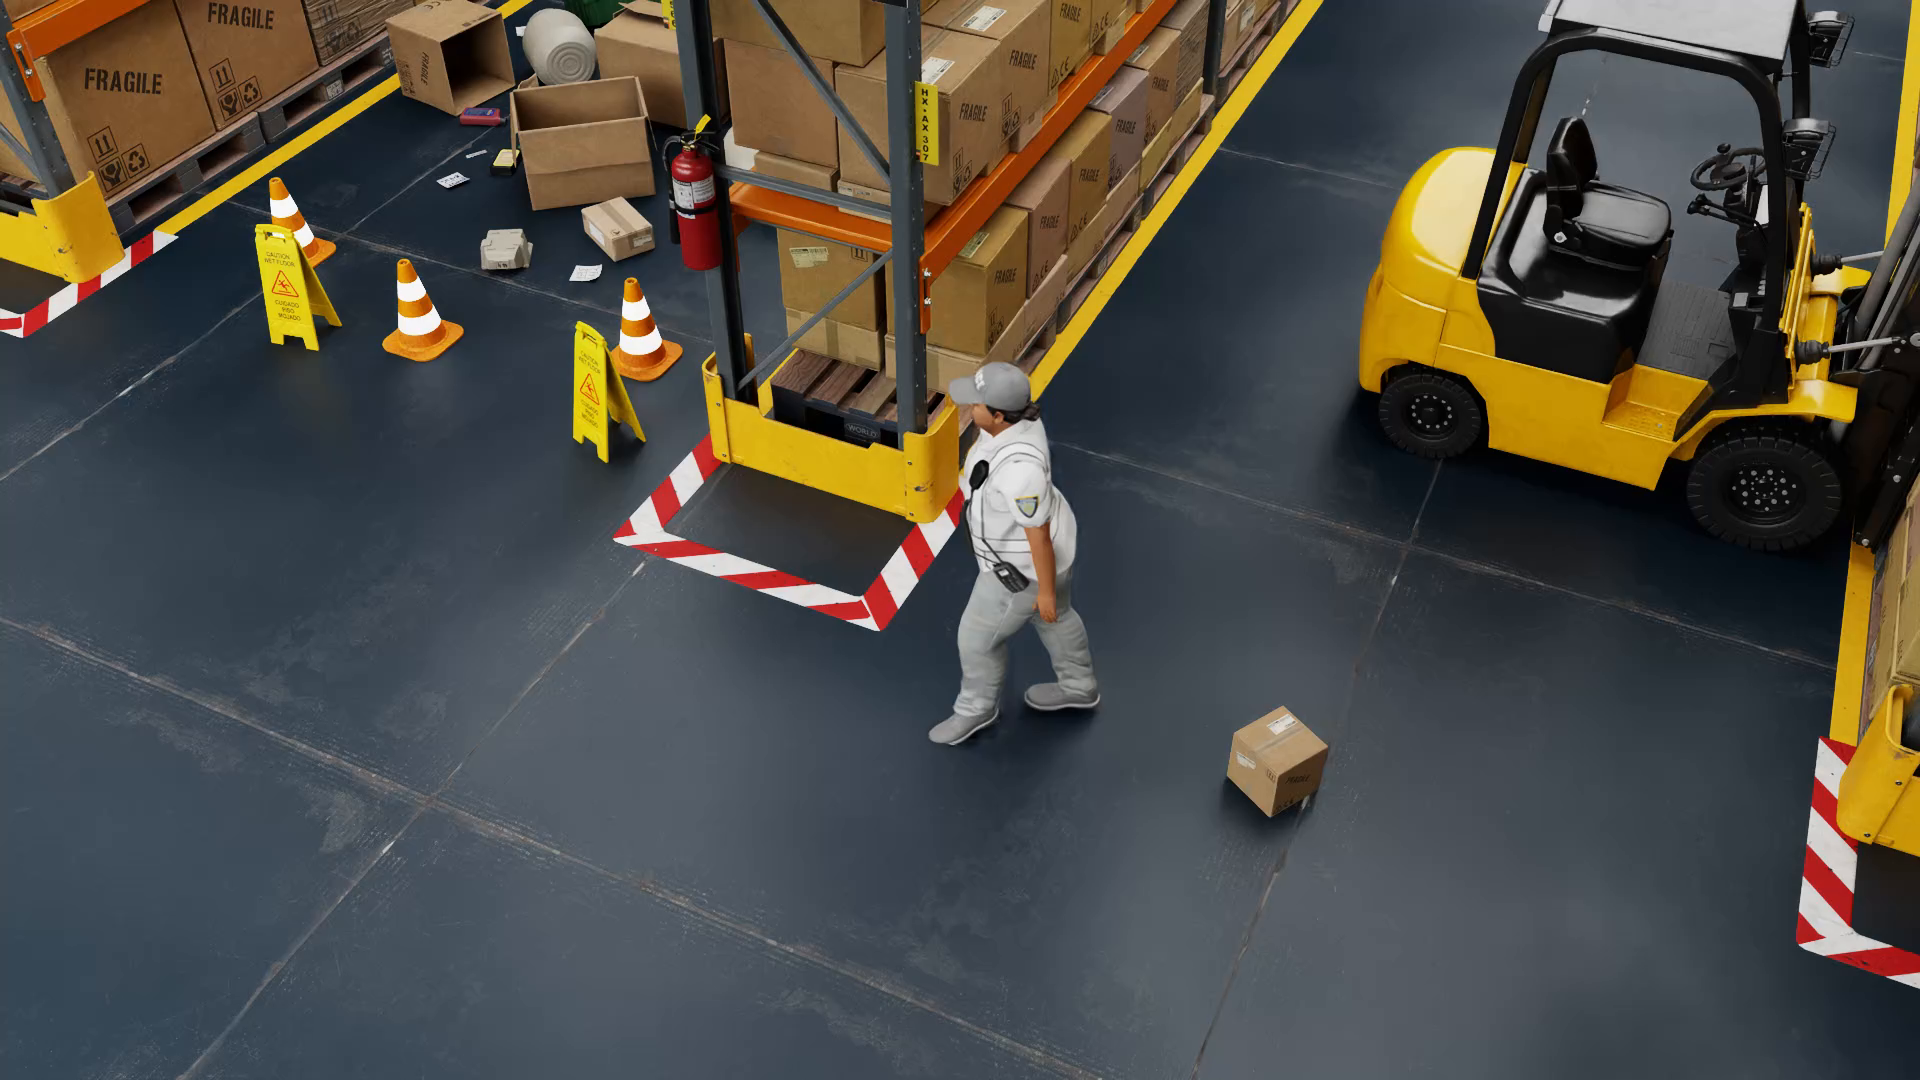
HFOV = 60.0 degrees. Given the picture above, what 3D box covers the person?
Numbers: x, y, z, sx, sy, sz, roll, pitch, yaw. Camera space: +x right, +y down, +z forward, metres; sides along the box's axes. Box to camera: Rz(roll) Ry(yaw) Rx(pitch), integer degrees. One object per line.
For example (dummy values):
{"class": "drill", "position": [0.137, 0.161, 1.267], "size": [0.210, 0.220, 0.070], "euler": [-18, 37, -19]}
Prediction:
{"class": "person", "position": [0.226, 0.062, 6.118], "size": [0.661, 1.692, 0.507], "euler": [5, 42, 5]}
